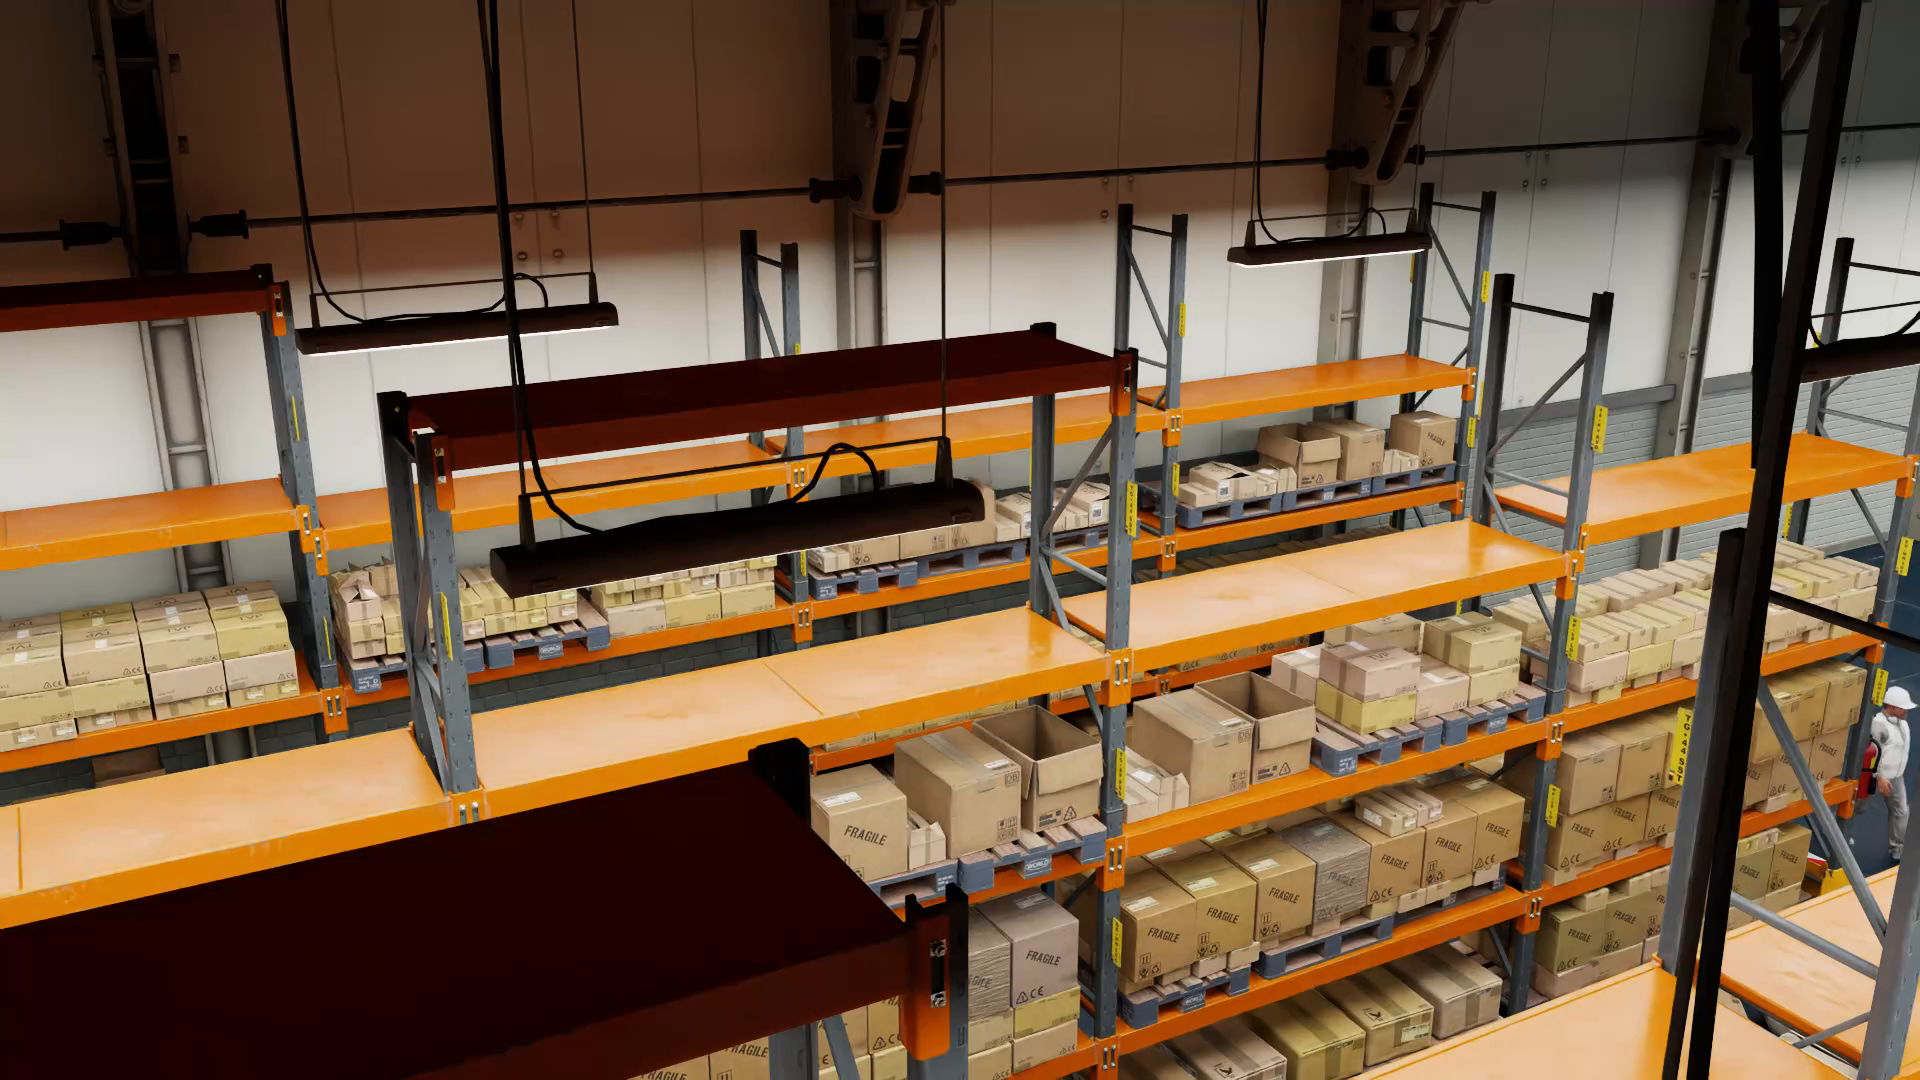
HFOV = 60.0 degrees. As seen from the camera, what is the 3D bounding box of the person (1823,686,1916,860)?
[{"bbox_3d":[8.882,2.229,15.979,0.517,1.757,0.869,-8,20,-24],"label":"person"}]
